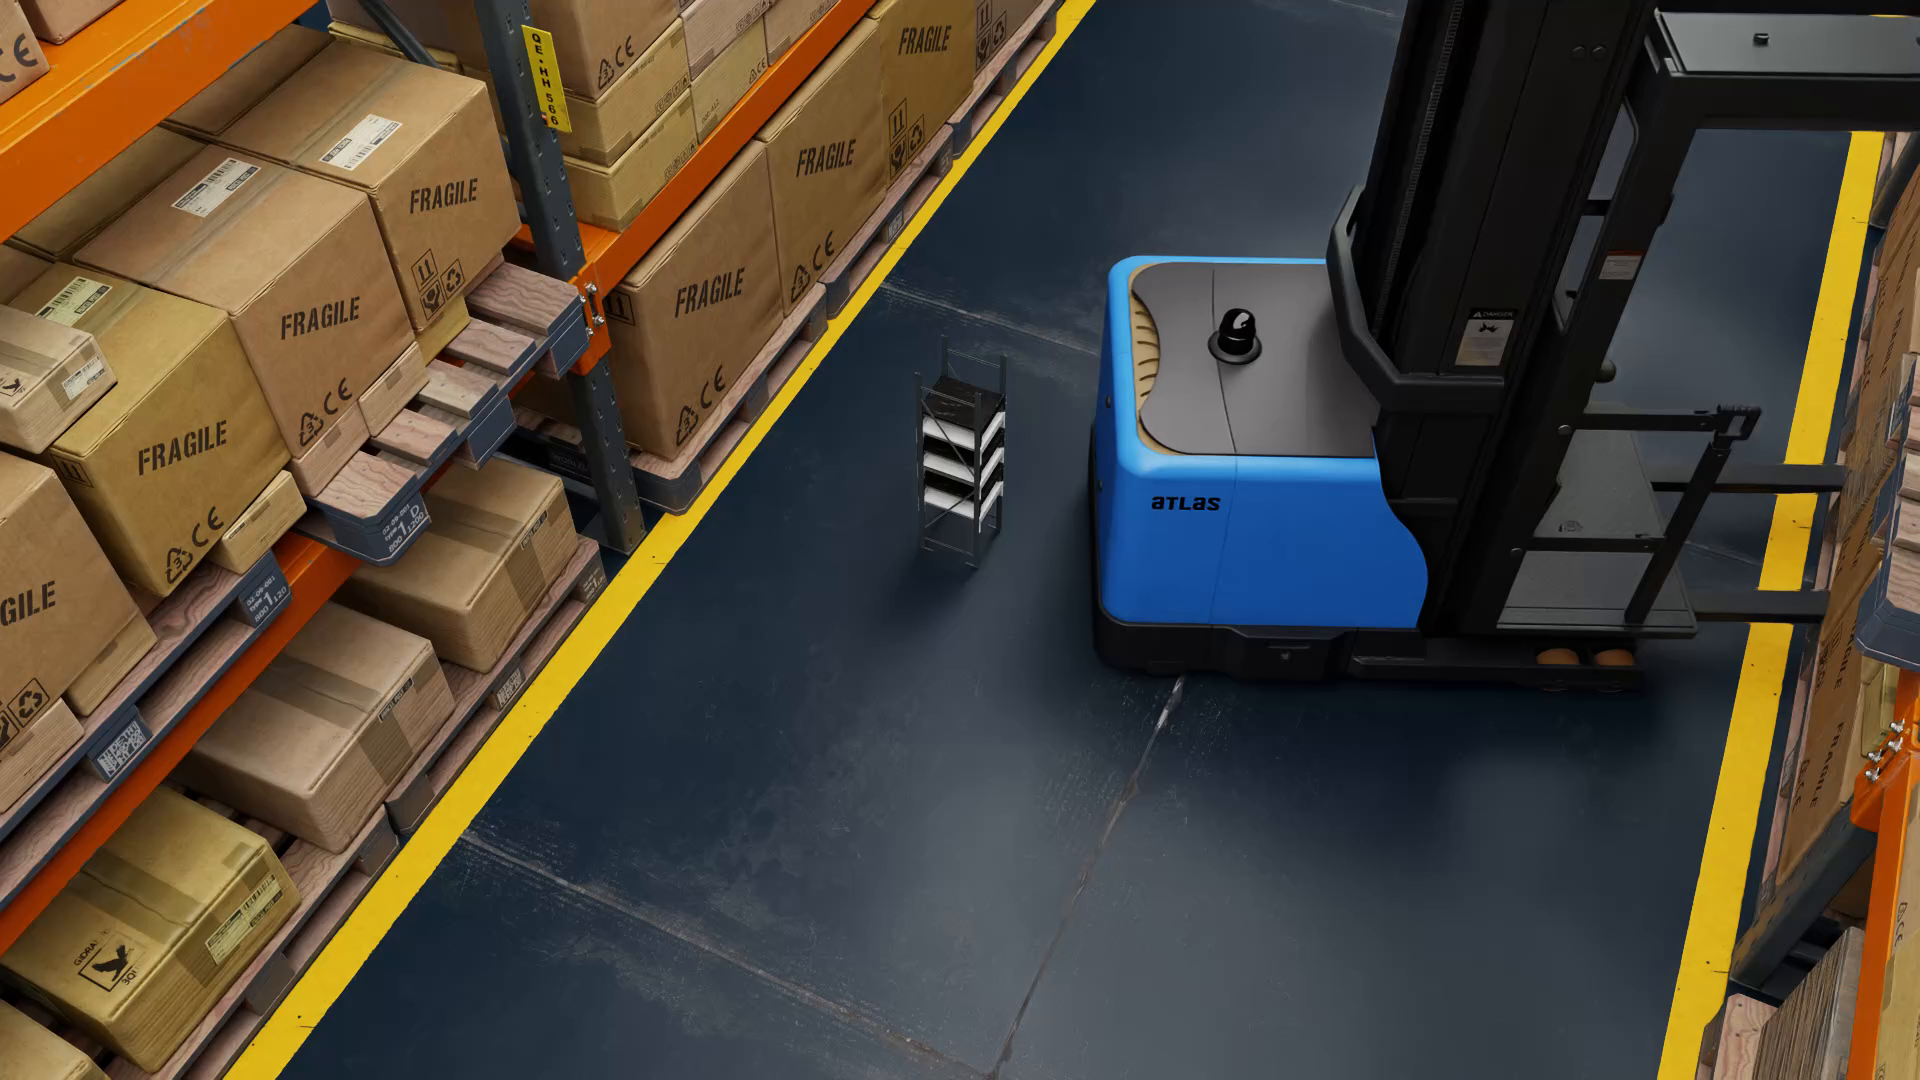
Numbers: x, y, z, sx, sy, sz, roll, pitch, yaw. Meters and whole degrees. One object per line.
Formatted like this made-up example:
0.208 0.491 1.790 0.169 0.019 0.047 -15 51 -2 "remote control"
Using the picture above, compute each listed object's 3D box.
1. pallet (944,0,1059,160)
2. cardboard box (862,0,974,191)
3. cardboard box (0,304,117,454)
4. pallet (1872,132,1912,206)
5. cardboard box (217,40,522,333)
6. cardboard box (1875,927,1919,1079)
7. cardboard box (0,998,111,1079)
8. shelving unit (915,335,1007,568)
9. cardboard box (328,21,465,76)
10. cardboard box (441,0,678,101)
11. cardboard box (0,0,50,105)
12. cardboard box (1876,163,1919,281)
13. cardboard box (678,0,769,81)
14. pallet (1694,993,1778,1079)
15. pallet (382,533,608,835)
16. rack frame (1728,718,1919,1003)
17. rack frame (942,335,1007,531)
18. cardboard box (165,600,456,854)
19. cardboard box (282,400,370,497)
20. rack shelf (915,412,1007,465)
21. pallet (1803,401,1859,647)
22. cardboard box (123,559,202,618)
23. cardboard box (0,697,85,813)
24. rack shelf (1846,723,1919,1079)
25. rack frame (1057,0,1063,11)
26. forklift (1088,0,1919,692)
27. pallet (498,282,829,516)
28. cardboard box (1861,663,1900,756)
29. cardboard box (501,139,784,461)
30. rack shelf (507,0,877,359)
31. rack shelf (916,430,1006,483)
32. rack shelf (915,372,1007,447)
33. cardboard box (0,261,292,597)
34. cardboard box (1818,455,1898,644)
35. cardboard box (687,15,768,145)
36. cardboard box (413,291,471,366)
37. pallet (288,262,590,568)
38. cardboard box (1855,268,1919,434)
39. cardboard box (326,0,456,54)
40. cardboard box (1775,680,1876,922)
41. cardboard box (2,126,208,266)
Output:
-0.210 -2.407 8.160 1.003 0.211 1.213 20 52 16 "pallet"
-0.519 -2.237 7.303 0.875 0.875 0.875 21 53 17 "cardboard box"
-2.101 -0.369 3.632 0.380 0.149 0.250 18 52 14 "cardboard box"
4.836 -1.823 7.663 1.003 0.211 1.213 20 52 16 "pallet"
-1.600 -0.974 4.572 0.500 0.500 0.500 18 52 15 "cardboard box"
2.203 1.119 3.426 0.500 0.250 0.500 19 52 15 "cardboard box"
-2.840 1.499 4.454 0.950 0.372 0.625 23 53 18 "cardboard box"
0.003 -0.297 5.912 0.258 0.900 0.210 20 52 16 "shelving unit"
-1.680 -1.642 5.448 0.500 0.250 0.500 20 52 16 "cardboard box"
-1.225 -1.729 5.029 0.500 0.500 0.500 18 52 15 "cardboard box"
-2.283 -1.058 3.144 0.797 0.503 0.637 20 52 16 "cardboard box"
4.131 -1.320 6.770 0.500 0.500 0.500 22 53 18 "cardboard box"
-0.995 -1.850 5.625 0.500 0.250 0.500 21 53 17 "cardboard box"
2.446 1.958 4.445 1.003 0.211 1.213 20 52 16 "pallet"
-1.992 0.329 5.832 1.003 0.211 1.213 20 52 16 "pallet"
2.833 0.500 3.855 1.000 3.000 0.127 20 52 16 "rack frame"
0.047 -0.367 5.972 0.240 0.900 0.006 20 52 16 "rack frame"
-2.215 0.500 5.305 0.950 0.372 0.625 19 52 15 "cardboard box"
-1.815 -0.298 4.423 0.380 0.149 0.250 18 52 14 "cardboard box"
0.003 -0.392 5.800 0.258 0.077 0.200 20 52 16 "rack shelf"
3.708 0.065 6.056 1.003 0.211 1.213 20 52 16 "pallet"
-2.141 0.028 4.146 0.380 0.149 0.250 20 53 16 "cardboard box"
-2.262 0.421 3.811 0.380 0.149 0.250 22 53 17 "cardboard box"
1.978 2.110 2.957 1.077 0.370 4.000 20 52 16 "rack shelf"
0.052 -3.867 7.571 1.000 3.000 0.127 20 52 16 "rack frame"
1.996 -0.832 5.034 3.031 2.935 1.130 1 50 1 "forklift"
-1.252 -0.727 6.730 1.003 0.211 1.213 20 52 16 "pallet"
2.815 0.541 4.759 0.380 0.149 0.250 17 52 14 "cardboard box"
-1.287 -1.009 6.258 0.875 0.875 0.875 19 52 16 "cardboard box"
-0.802 -2.256 6.673 1.077 0.370 4.000 20 52 16 "rack shelf"
0.003 -0.334 5.869 0.258 0.077 0.200 20 52 16 "rack shelf"
0.003 -0.451 5.732 0.258 0.077 0.200 20 52 16 "rack shelf"
-2.025 -0.266 3.970 0.500 0.500 0.500 17 52 14 "cardboard box"
3.263 0.110 5.552 0.500 0.500 0.500 22 53 18 "cardboard box"
-1.017 -1.678 5.807 0.500 0.250 0.500 18 52 15 "cardboard box"
-1.633 -0.657 4.728 0.380 0.149 0.250 21 53 17 "cardboard box"
-1.865 -0.525 4.853 1.213 0.211 1.003 20 52 16 "pallet"
3.696 -0.608 6.164 0.500 0.500 0.500 18 52 15 "cardboard box"
-1.673 -1.910 5.184 0.500 0.500 0.500 19 52 15 "cardboard box"
2.819 0.813 4.954 0.500 0.500 0.500 21 53 17 "cardboard box"
-2.275 -0.782 4.409 0.500 0.500 0.500 22 53 18 "cardboard box"
